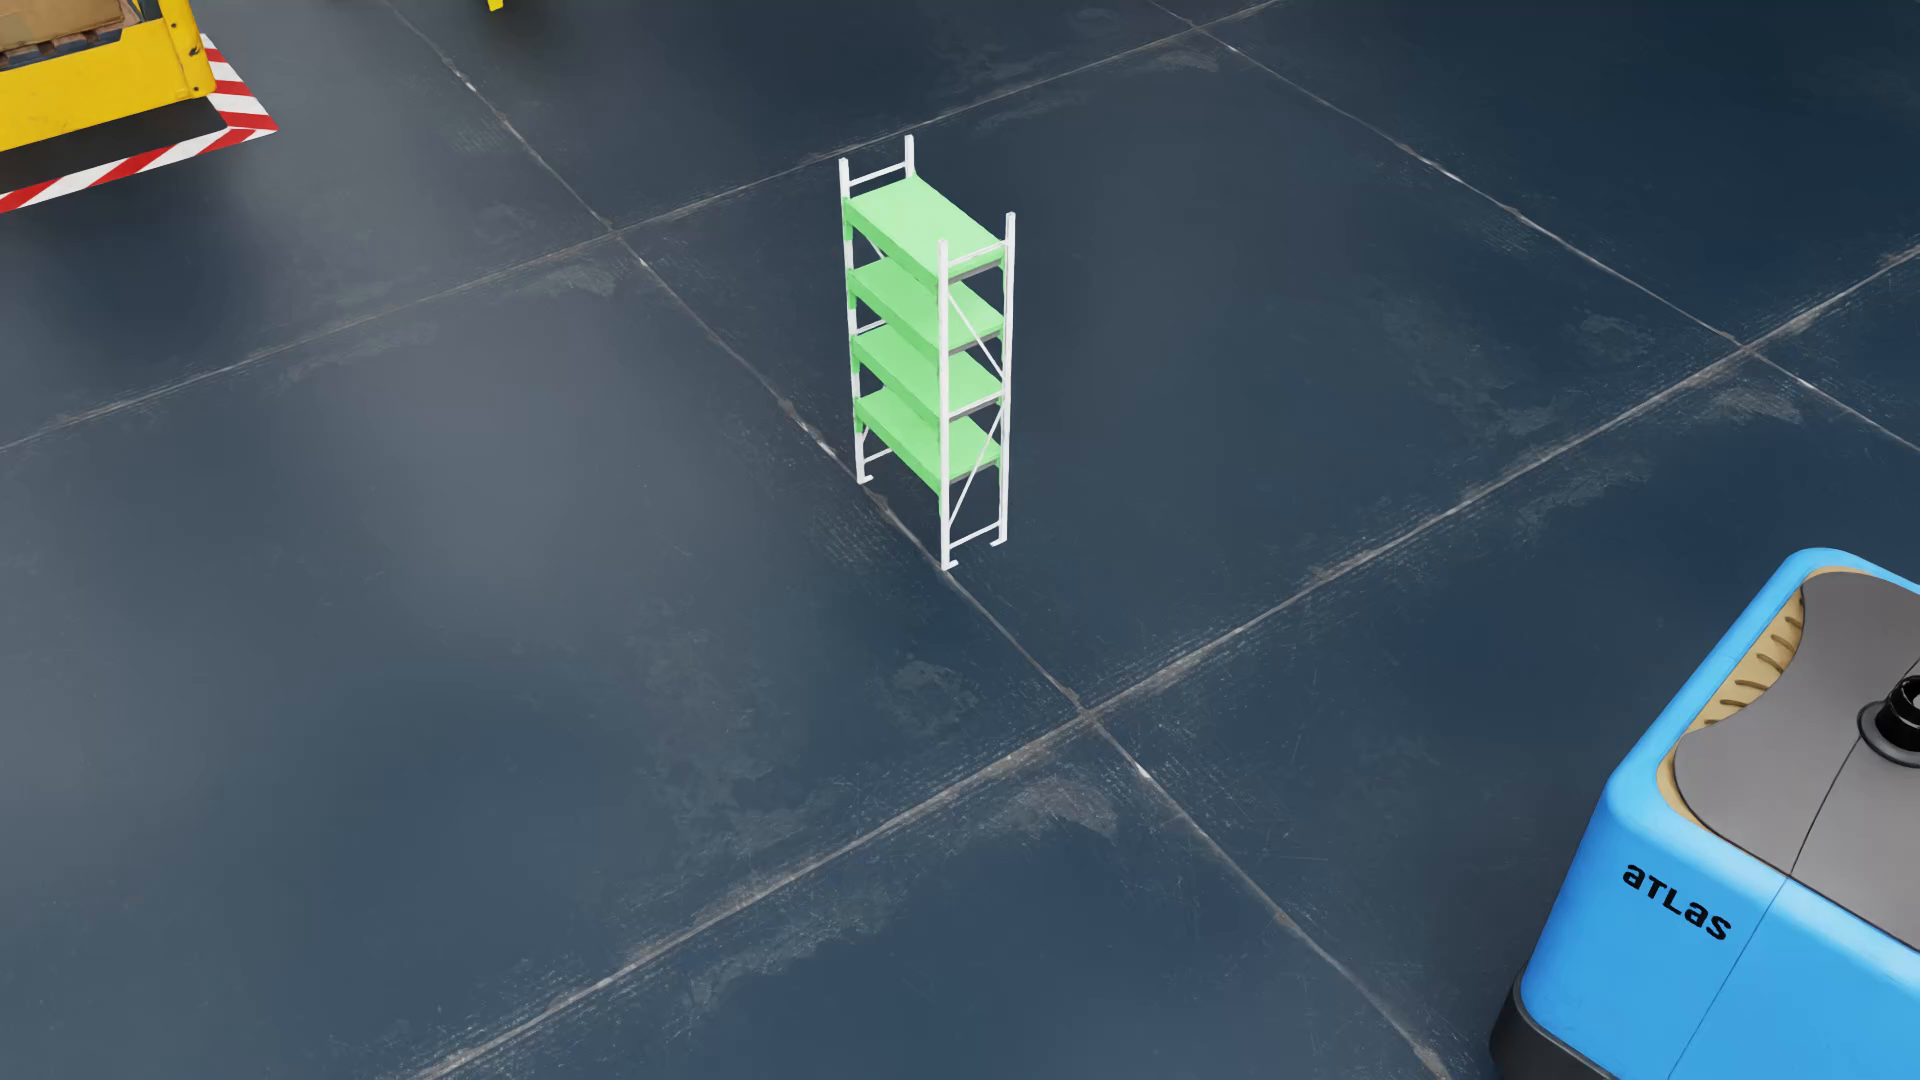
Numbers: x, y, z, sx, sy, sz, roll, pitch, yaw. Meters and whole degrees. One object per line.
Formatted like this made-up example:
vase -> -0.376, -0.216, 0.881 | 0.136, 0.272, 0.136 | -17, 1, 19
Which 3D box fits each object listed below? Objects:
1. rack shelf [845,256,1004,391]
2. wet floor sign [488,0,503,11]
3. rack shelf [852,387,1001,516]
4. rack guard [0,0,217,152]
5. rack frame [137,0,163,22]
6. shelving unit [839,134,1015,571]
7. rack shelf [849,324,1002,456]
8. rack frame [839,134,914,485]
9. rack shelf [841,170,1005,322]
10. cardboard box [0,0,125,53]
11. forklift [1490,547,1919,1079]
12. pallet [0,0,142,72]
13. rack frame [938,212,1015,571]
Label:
rack shelf -> -0.095, -0.655, 4.812 | 0.258, 0.148, 0.480 | -26, 49, -24
wet floor sign -> -2.204, -2.855, 7.774 | 0.267, 0.644, 0.232 | -35, 53, -31
rack shelf -> -0.095, -0.308, 5.144 | 0.258, 0.148, 0.480 | -26, 49, -24
rack guard -> -3.831, -2.023, 7.007 | 1.175, 0.500, 0.348 | -26, 49, -24
rack frame -> -3.845, -2.941, 6.158 | 1.000, 3.000, 0.127 | -26, 49, -24
shelving unit -> -0.095, -0.528, 4.934 | 0.258, 1.200, 0.503 | -26, 49, -24
rack shelf -> -0.095, -0.482, 4.978 | 0.258, 0.148, 0.480 | -26, 49, -24
rack frame -> -0.234, -0.666, 5.079 | 0.240, 1.200, 0.015 | -26, 49, -24
rack shelf -> -0.095, -0.829, 4.647 | 0.258, 0.148, 0.480 | -26, 49, -24
cardboard box -> -4.287, -2.682, 7.122 | 0.875, 0.875, 0.875 | -25, 49, -24
forklift -> 2.664, 0.643, 2.454 | 3.031, 2.935, 1.130 | 33, 52, 29
pallet -> -4.366, -2.354, 7.563 | 1.003, 0.211, 1.213 | -26, 49, -24
rack frame -> 0.045, -0.390, 4.789 | 0.240, 1.200, 0.015 | -26, 49, -24
